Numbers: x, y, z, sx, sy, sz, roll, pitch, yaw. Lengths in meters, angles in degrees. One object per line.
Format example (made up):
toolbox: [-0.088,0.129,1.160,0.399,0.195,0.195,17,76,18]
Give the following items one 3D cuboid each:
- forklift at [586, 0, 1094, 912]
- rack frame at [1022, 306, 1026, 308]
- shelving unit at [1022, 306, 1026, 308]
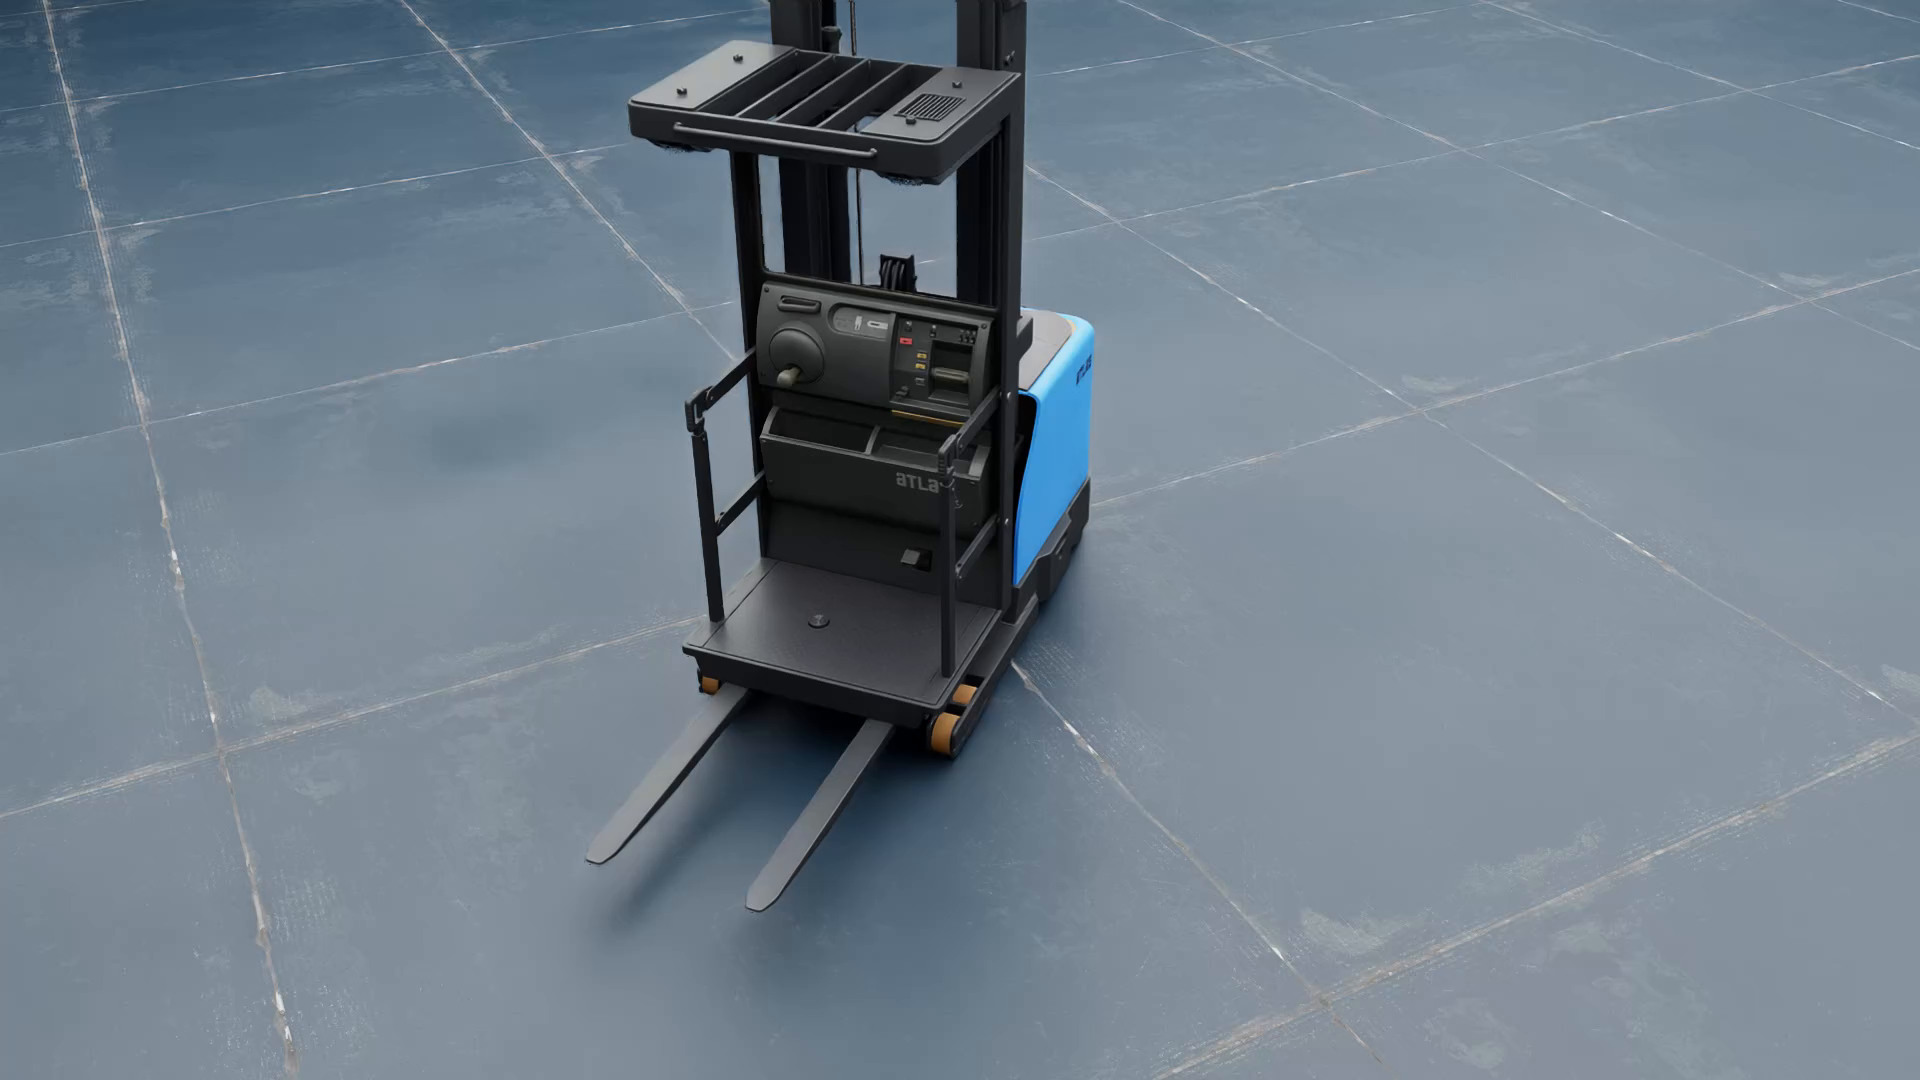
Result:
forklift: [-0.408,-0.656,6.057,1.130,2.935,3.031,12,35,18]
rack frame: [0.197,-0.698,8.005,0.240,0.900,0.006,-11,34,-16]
shelving unit: [0.230,-0.646,7.924,0.258,0.900,0.210,-11,34,-16]
